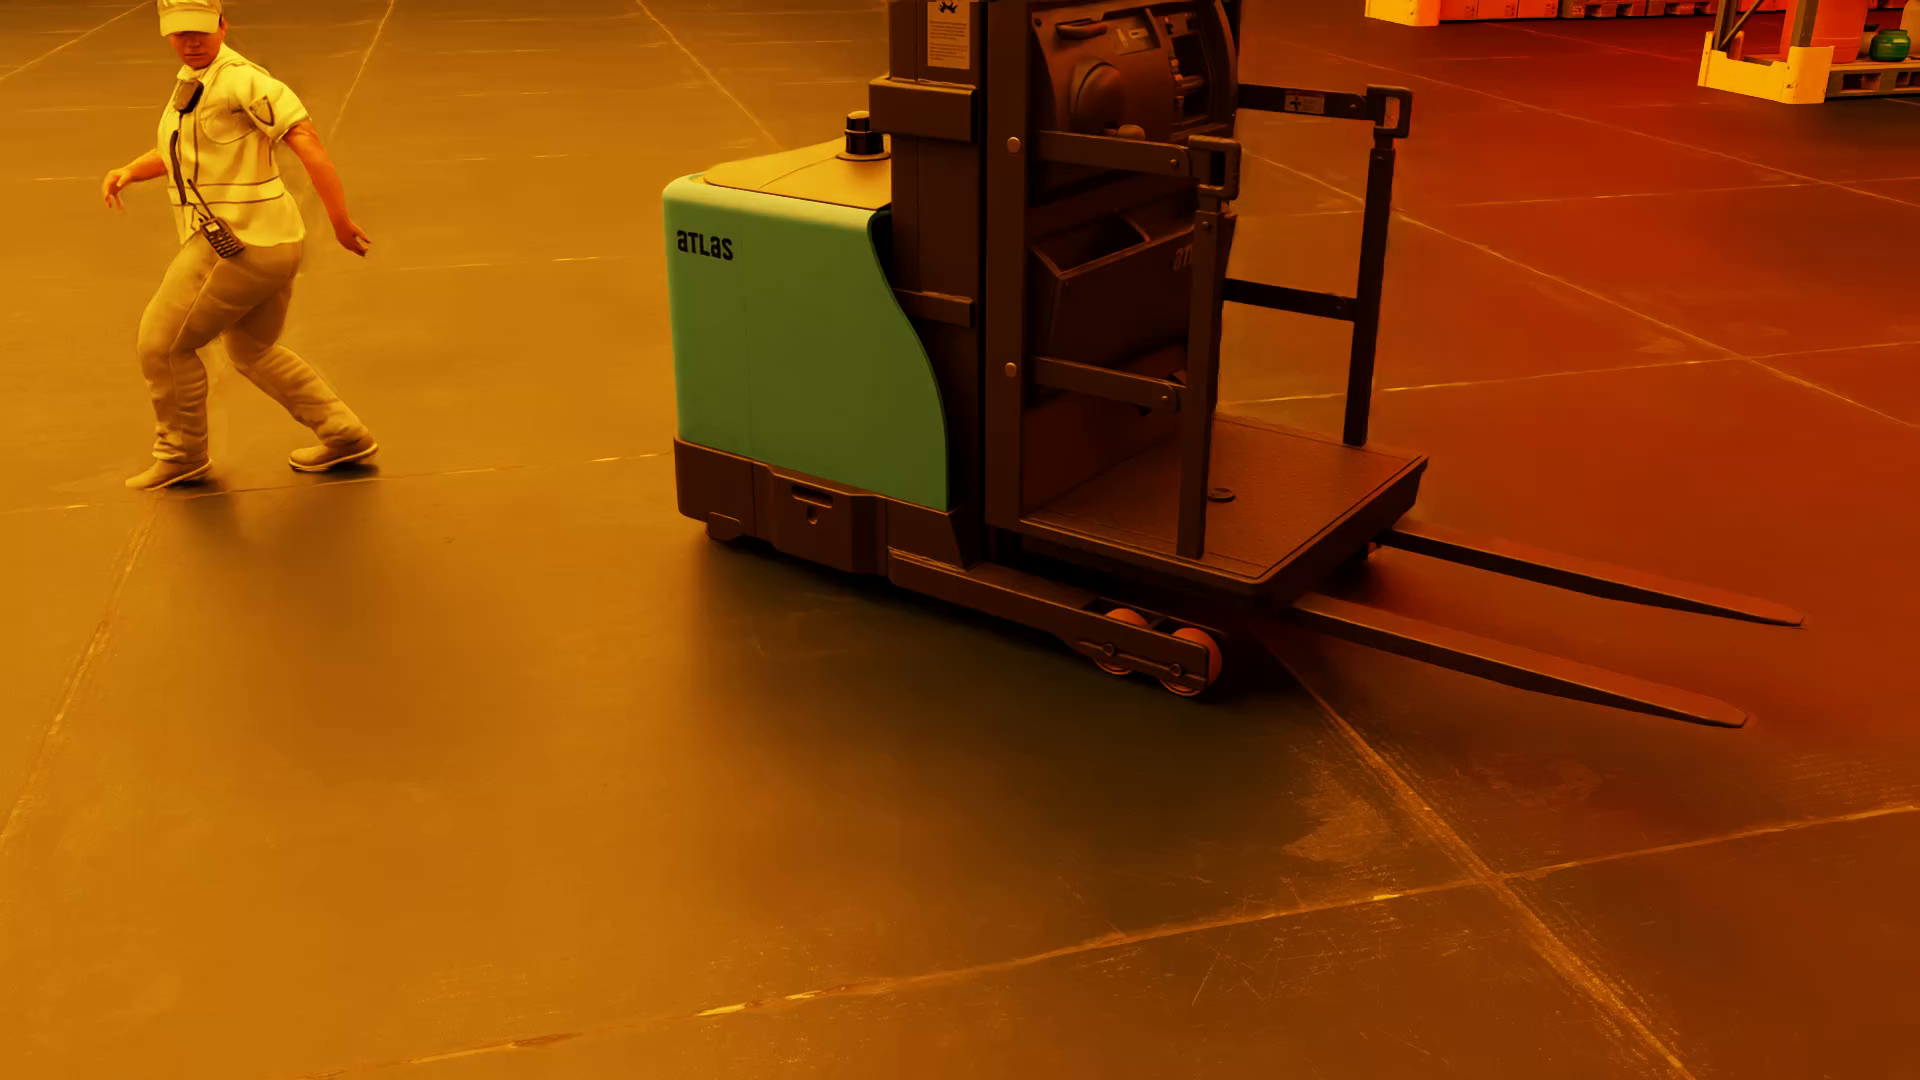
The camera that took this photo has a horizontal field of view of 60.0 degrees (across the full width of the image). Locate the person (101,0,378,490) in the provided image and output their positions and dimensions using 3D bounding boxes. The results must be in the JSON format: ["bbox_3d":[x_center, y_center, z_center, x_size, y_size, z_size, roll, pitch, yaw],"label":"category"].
[{"bbox_3d":[-2.320,-0.935,5.265,0.890,1.617,0.514,-6,24,-14],"label":"person"}]

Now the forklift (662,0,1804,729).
[{"bbox_3d":[0.630,-1.196,4.121,3.031,2.935,1.130,16,28,32],"label":"forklift"}]
